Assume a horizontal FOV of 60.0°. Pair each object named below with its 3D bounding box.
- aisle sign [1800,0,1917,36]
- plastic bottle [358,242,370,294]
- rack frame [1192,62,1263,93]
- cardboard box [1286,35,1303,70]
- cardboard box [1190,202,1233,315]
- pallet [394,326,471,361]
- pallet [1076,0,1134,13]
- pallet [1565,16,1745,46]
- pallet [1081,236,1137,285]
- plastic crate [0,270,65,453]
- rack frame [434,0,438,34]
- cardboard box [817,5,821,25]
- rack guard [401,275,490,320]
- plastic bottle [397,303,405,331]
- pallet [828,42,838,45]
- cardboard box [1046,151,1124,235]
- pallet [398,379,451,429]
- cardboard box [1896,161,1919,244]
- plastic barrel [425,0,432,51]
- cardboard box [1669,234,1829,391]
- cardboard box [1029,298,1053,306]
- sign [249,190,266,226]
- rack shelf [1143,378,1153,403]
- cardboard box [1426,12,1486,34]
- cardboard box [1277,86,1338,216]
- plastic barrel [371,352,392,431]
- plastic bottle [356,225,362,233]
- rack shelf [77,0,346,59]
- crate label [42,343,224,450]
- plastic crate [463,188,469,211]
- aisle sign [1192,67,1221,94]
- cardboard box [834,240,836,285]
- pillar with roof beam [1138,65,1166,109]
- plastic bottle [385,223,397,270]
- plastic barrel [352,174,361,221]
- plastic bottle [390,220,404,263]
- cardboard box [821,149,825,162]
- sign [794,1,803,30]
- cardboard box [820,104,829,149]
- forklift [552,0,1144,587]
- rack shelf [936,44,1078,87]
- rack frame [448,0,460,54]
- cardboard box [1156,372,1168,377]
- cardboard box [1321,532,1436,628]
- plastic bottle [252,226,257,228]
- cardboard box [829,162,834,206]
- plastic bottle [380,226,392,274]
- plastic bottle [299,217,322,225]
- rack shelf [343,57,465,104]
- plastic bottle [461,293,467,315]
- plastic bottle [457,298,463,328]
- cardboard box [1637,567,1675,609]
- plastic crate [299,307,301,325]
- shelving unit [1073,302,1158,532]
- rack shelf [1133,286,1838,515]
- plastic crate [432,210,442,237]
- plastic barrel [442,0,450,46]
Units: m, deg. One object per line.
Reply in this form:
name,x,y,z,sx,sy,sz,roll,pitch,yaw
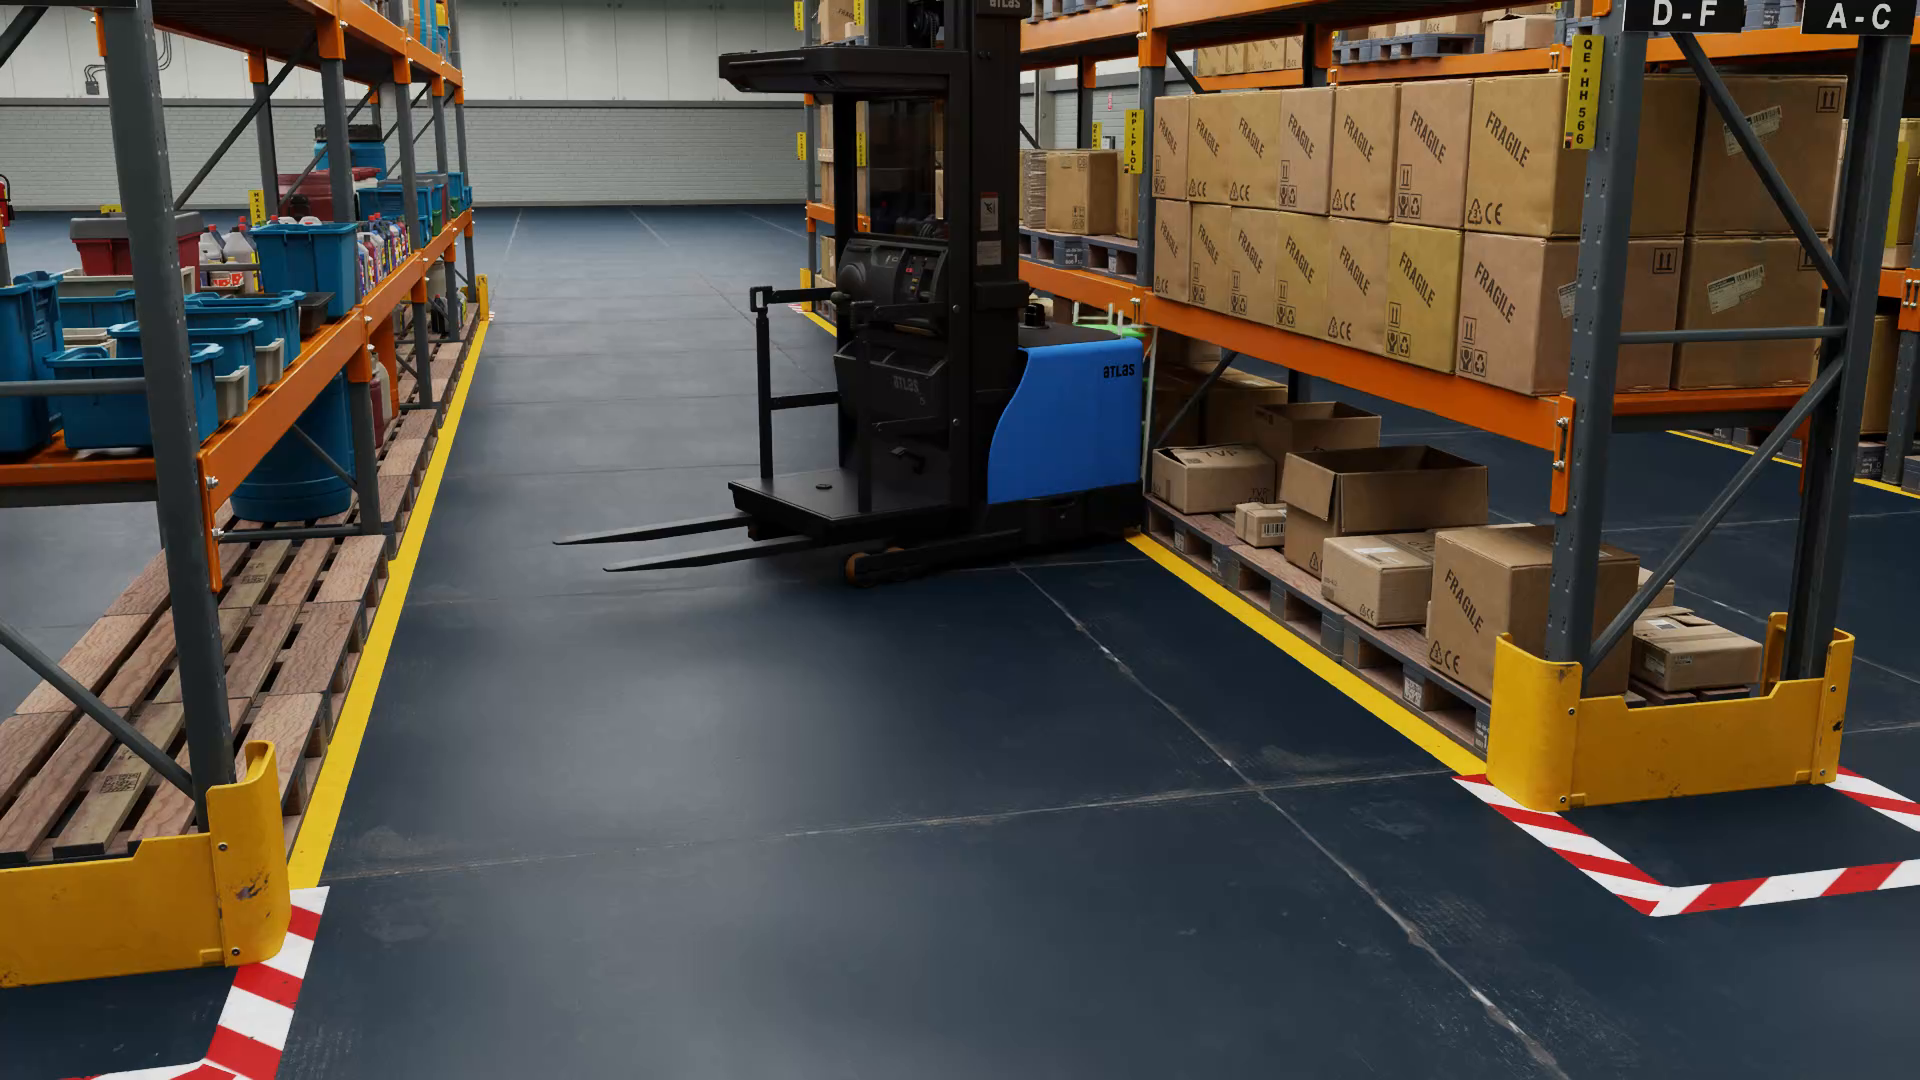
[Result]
aisle sign,2.689,-1.897,4.893,0.394,0.787,0.004,-3,14,-13
plastic bottle,-3.192,-1.433,8.733,0.152,0.276,0.135,-3,14,-13
rack frame,3.444,-4.601,21.440,1.000,3.000,0.127,-3,14,-13
cardboard box,3.919,-5.414,18.194,0.500,0.500,0.500,-5,14,-18
cardboard box,1.427,-1.354,7.938,0.500,0.500,0.500,-3,14,-12
pallet,-5.363,-1.929,16.378,1.003,0.211,1.213,-3,14,-13
pallet,1.364,-3.076,9.274,1.213,0.211,1.003,-3,14,-13
pallet,5.526,-3.976,12.957,1.213,0.211,1.003,-3,14,-11
pallet,1.367,-1.653,9.778,1.003,0.211,1.213,-3,14,-13
plastic crate,-2.688,-0.471,4.334,0.616,0.435,0.499,-3,14,-13
rack frame,-5.246,-6.041,14.691,1.000,3.000,0.127,-3,14,-13
cardboard box,-1.239,-5.971,19.329,0.797,0.503,0.637,-2,14,-9
rack guard,-6.122,-2.820,19.416,1.175,0.500,0.348,-3,14,-13
plastic bottle,-5.584,-2.208,16.455,0.152,0.276,0.135,-3,14,-13
pallet,-0.939,-5.292,18.133,1.003,0.211,1.213,-3,14,-13
cardboard box,0.974,-2.213,10.568,0.700,0.500,0.500,-7,16,-27
pallet,-4.451,-1.030,12.697,1.003,0.211,1.213,-3,14,-13
cardboard box,5.909,-2.128,10.438,0.500,0.500,0.500,-4,14,-14
plastic barrel,-4.762,-4.571,13.939,0.600,0.901,0.600,0,14,0
cardboard box,2.540,-0.799,5.666,0.500,0.500,0.500,-3,14,-12
cardboard box,0.540,-1.877,14.018,0.500,0.311,0.500,-4,14,-15
sign,-4.840,-2.251,11.475,0.100,0.325,0.005,-3,14,-13
rack shelf,0.823,-0.854,9.122,0.258,0.148,0.480,-2,13,-25
cardboard box,4.724,-4.973,15.547,0.500,0.500,0.500,-4,14,-15
cardboard box,1.650,-1.609,6.876,0.500,0.500,0.500,-3,14,-11
plastic barrel,-3.956,-0.962,10.901,0.421,0.512,0.421,0,14,0
plastic bottle,-3.625,-1.763,10.069,0.061,0.283,0.133,-3,14,-13
rack shelf,-2.897,-1.927,5.690,1.077,0.370,4.000,-3,14,-13
crate label,-2.166,-0.381,4.393,0.416,0.233,0.303,-3,14,-13
plastic crate,-5.630,-3.728,18.179,0.499,0.251,0.408,-3,14,-13
aisle sign,3.136,-5.864,21.131,0.394,0.787,0.004,-3,14,-13
cardboard box,-1.110,-3.075,18.520,0.500,0.500,0.500,-3,14,-13
pillar with roof beam,-1.144,-8.547,24.948,9.100,9.000,0.400,-3,14,-13
plastic bottle,-3.529,-1.814,10.276,0.061,0.283,0.133,-3,14,-13
plastic barrel,-4.855,-2.580,12.933,0.421,0.512,0.421,0,14,0
plastic bottle,-3.688,-1.946,10.842,0.097,0.271,0.097,0,14,0
cardboard box,-1.422,-4.525,19.550,0.380,0.149,0.250,-4,14,-15
sign,-1.911,-6.215,19.717,0.100,0.325,0.005,-3,14,-13
cardboard box,-1.260,-4.882,19.647,0.700,0.500,0.500,-3,14,-13
forklift,-0.518,-1.339,8.232,3.031,2.935,1.130,-9,17,-33
rack shelf,0.039,-4.048,14.371,1.077,0.370,4.000,-3,14,-13
rack frame,-6.185,-6.963,18.468,1.000,3.000,0.127,-3,14,-13
cardboard box,0.946,-0.768,10.089,0.500,0.500,0.500,-3,14,-13
cardboard box,1.827,0.156,6.834,0.500,0.250,0.500,-3,14,-13
plastic bottle,-4.302,-1.782,10.171,0.097,0.271,0.097,0,14,0
cardboard box,-1.145,-4.144,19.356,0.700,0.500,0.500,-3,14,-12
plastic bottle,-3.454,-1.740,9.976,0.061,0.283,0.133,-3,14,-13
plastic bottle,-4.371,-2.034,11.193,0.152,0.276,0.135,-3,14,-13
rack shelf,-5.716,-4.695,17.021,1.077,0.370,4.000,-3,14,-13
plastic bottle,-5.295,-2.481,17.573,0.152,0.276,0.135,-3,14,-13
plastic bottle,-5.077,-2.306,16.700,0.144,0.351,0.185,-4,14,-16
cardboard box,2.419,0.232,6.523,0.500,0.250,0.500,-3,14,-13
plastic crate,-2.666,-0.797,6.298,0.293,0.136,0.466,-3,14,-13
shelving unit,0.813,-0.682,9.159,0.258,1.200,0.503,-2,13,-25
rack shelf,1.918,-0.745,7.173,1.077,0.370,4.000,-3,14,-13
plastic crate,-4.563,-2.637,13.848,0.450,0.188,0.662,-3,14,-13
plastic barrel,-5.948,-5.814,18.294,0.600,0.830,0.708,-3,14,-13
